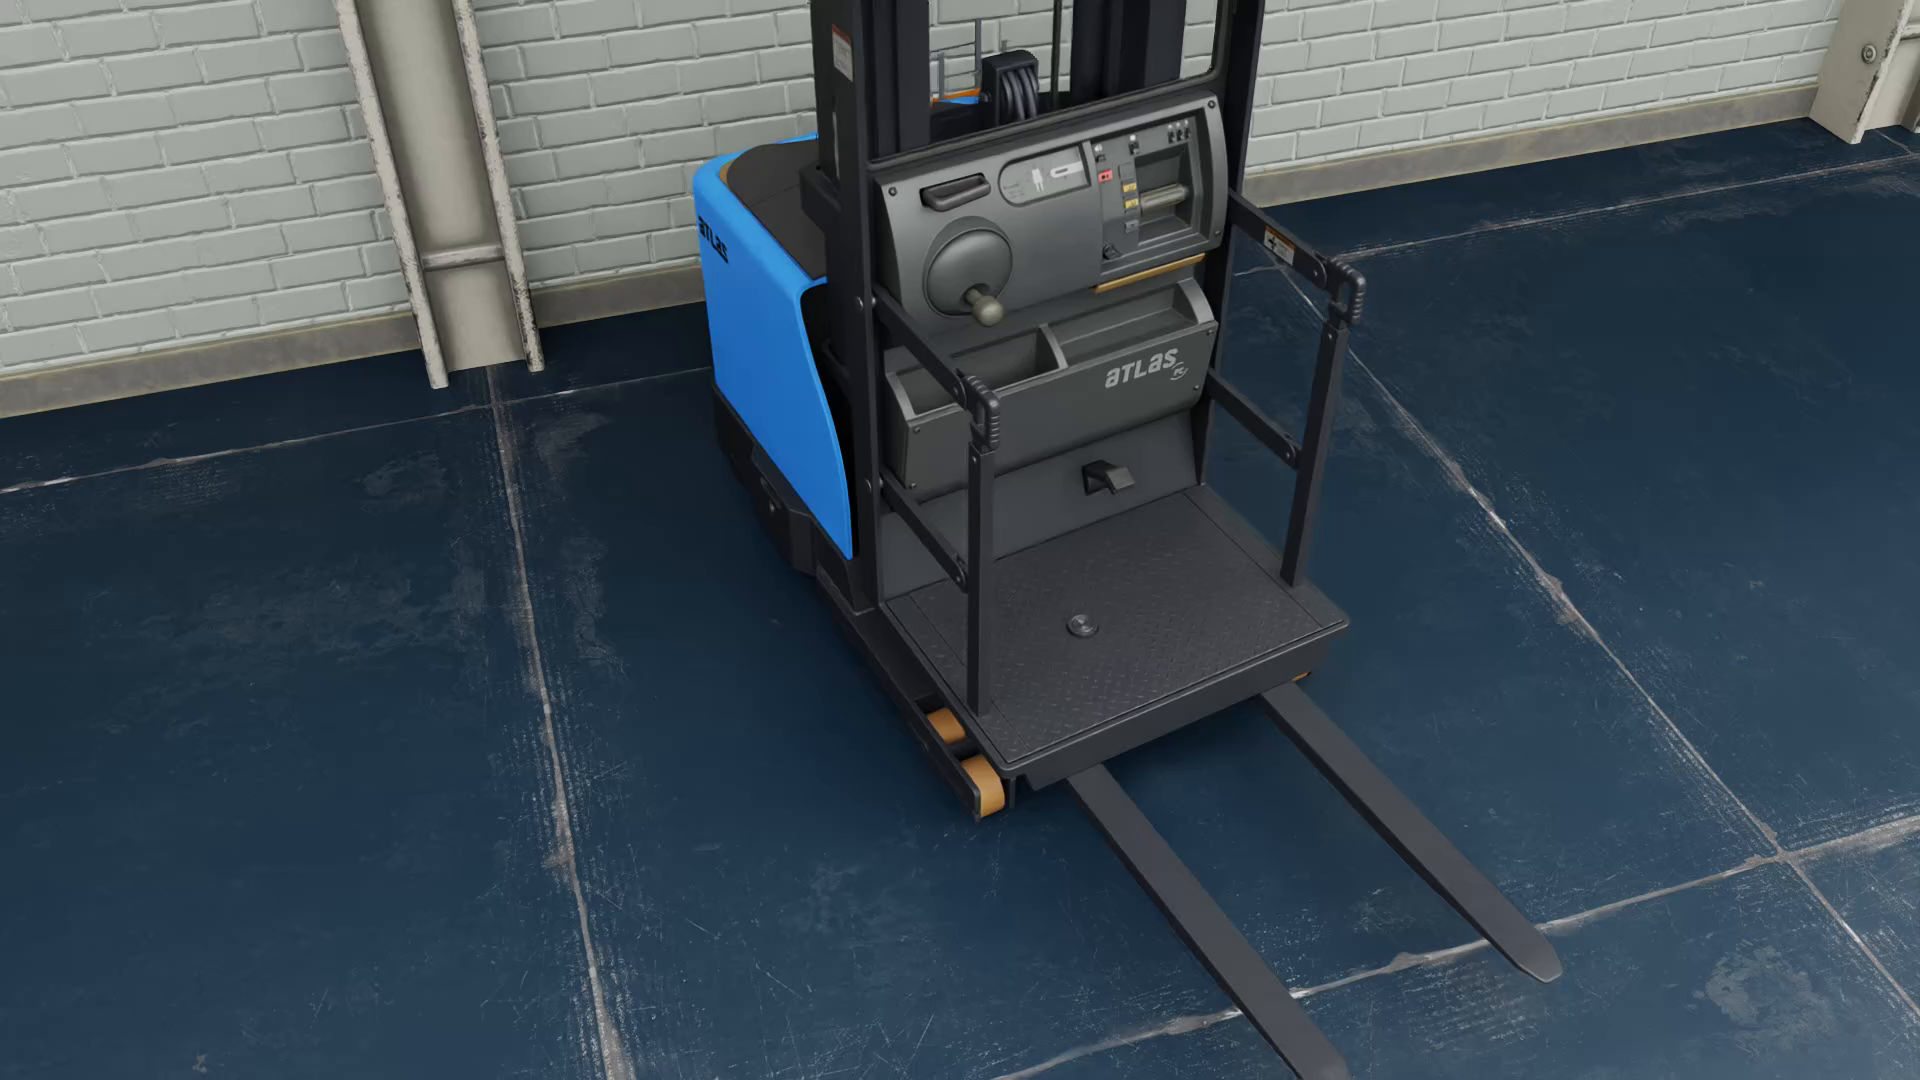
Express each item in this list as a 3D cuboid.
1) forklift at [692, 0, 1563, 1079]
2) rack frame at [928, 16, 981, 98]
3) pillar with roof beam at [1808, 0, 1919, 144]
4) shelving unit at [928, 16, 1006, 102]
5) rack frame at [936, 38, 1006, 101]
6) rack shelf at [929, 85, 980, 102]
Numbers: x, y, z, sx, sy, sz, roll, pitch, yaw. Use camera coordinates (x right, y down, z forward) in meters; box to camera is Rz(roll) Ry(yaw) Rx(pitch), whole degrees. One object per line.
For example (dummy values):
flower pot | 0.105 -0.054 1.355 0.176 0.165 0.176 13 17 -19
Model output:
forklift | 0.349 -0.715 3.840 1.130 2.935 3.031 -20 45 -21
rack frame | -0.043 -1.200 5.711 0.240 1.200 0.006 -17 44 -19
pillar with roof beam | 5.299 -2.540 1.318 0.400 9.000 9.100 -12 42 -13
shelving unit | -0.004 -1.145 5.649 0.258 1.200 0.189 -17 44 -19
rack frame | 0.036 -1.091 5.587 0.240 1.200 0.006 -17 44 -19
rack shelf | -0.004 -1.383 5.441 0.258 0.103 0.180 -17 44 -19
